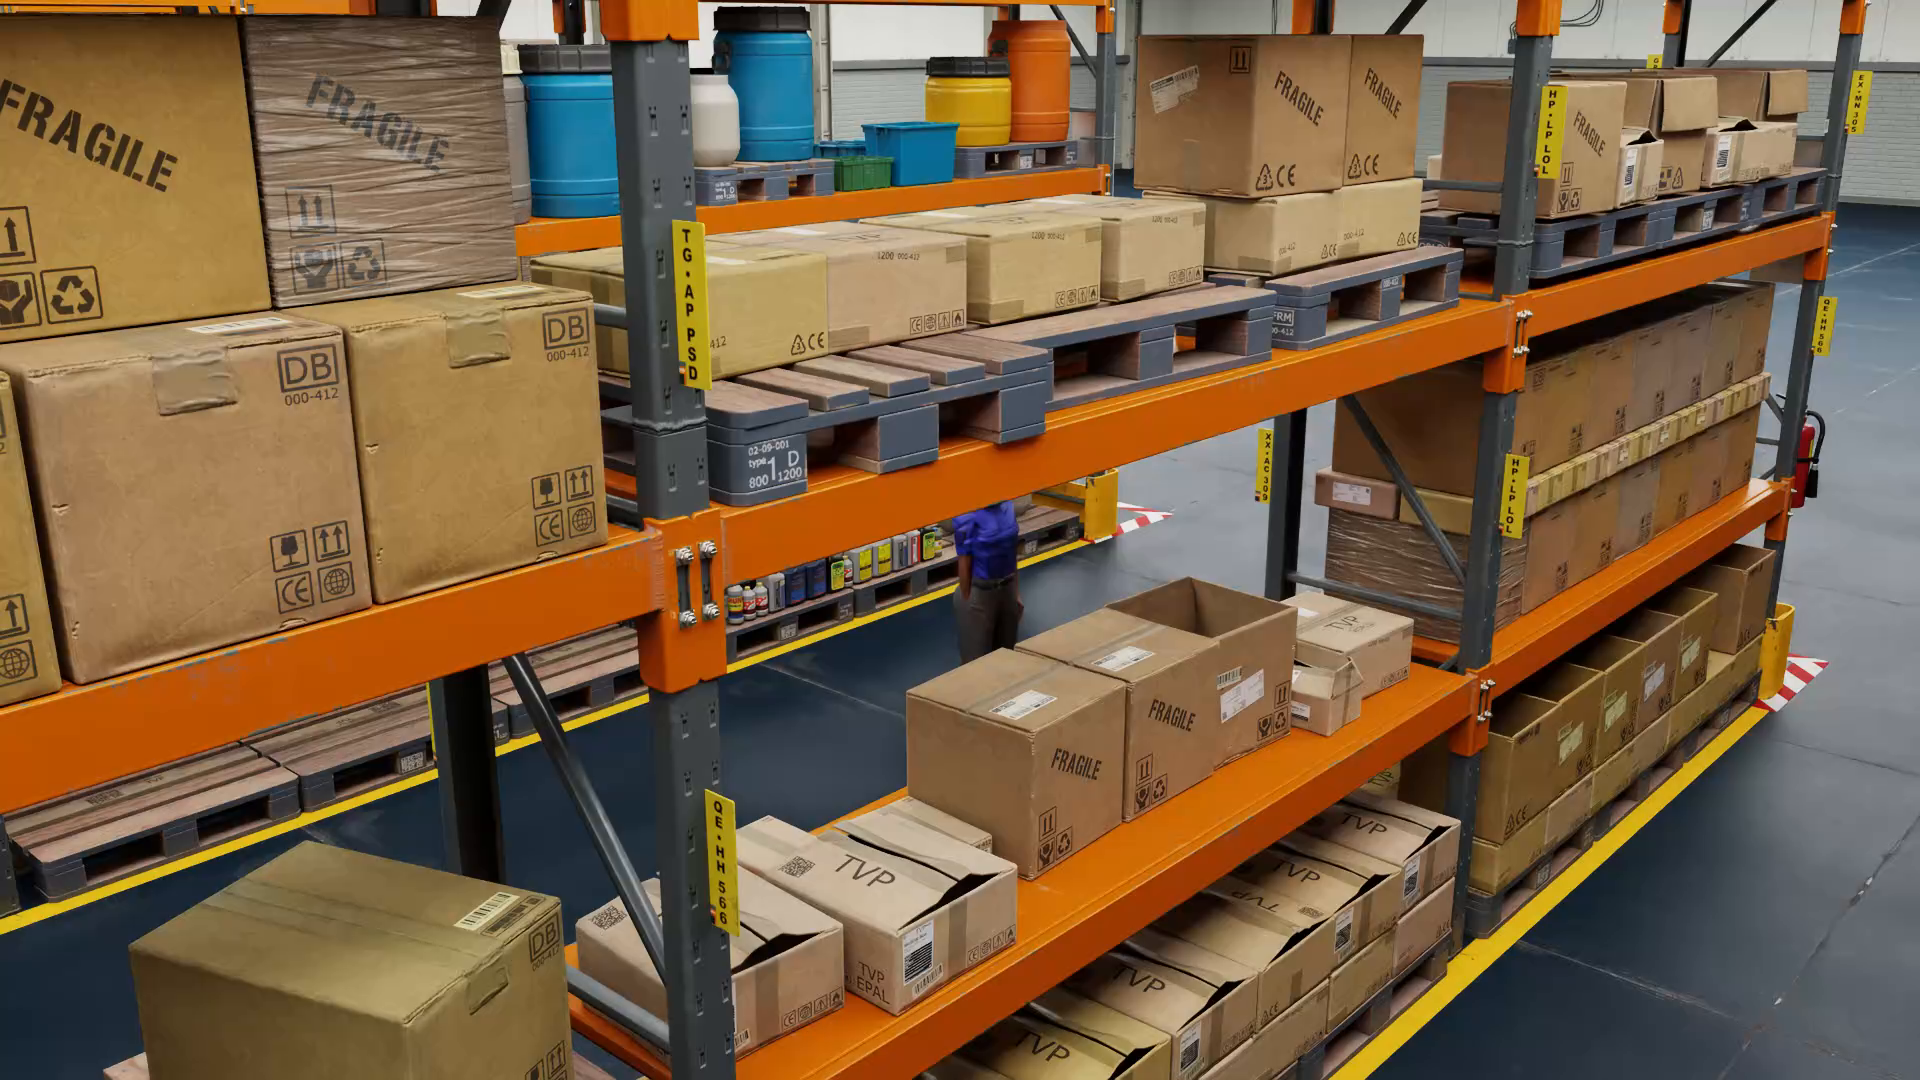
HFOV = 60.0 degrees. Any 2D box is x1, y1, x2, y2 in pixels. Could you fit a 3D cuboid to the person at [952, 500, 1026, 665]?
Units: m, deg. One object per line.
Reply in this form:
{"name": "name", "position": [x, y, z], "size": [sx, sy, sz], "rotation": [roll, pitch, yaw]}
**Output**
{"name": "person", "position": [0.161, 0.329, 8.996], "size": [0.304, 1.655, 0.438], "rotation": [15, 23, 41]}
